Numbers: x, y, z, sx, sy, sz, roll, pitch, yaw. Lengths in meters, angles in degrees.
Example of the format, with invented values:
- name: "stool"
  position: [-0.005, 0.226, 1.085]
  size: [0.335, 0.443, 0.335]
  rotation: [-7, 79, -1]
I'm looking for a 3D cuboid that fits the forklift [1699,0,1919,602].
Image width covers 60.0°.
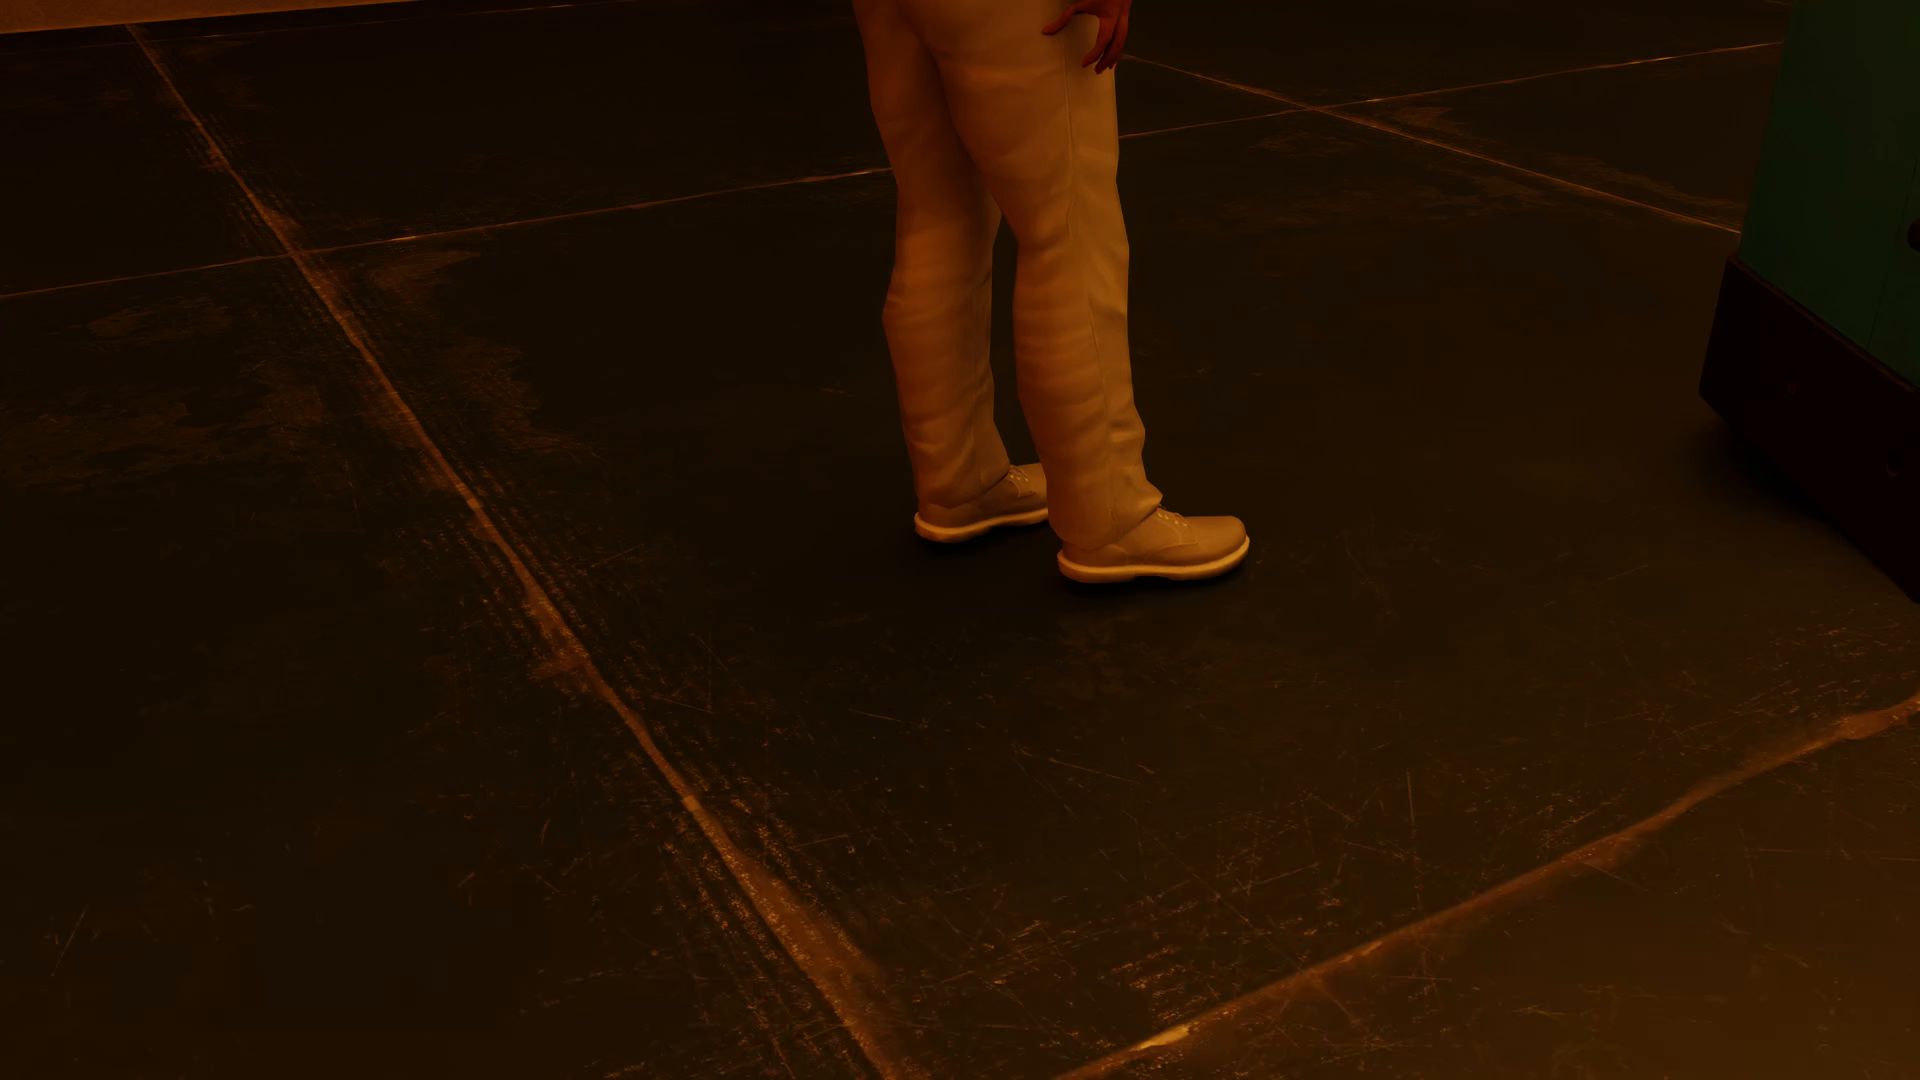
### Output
- name: "forklift"
  position: [2.771, -1.293, 1.809]
  size: [3.031, 2.935, 1.130]
  rotation: [0, 27, 0]

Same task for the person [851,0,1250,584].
- name: "person"
  position: [0.075, -0.772, 2.132]
  size: [0.528, 1.697, 0.570]
  rotation: [-15, 30, -26]
